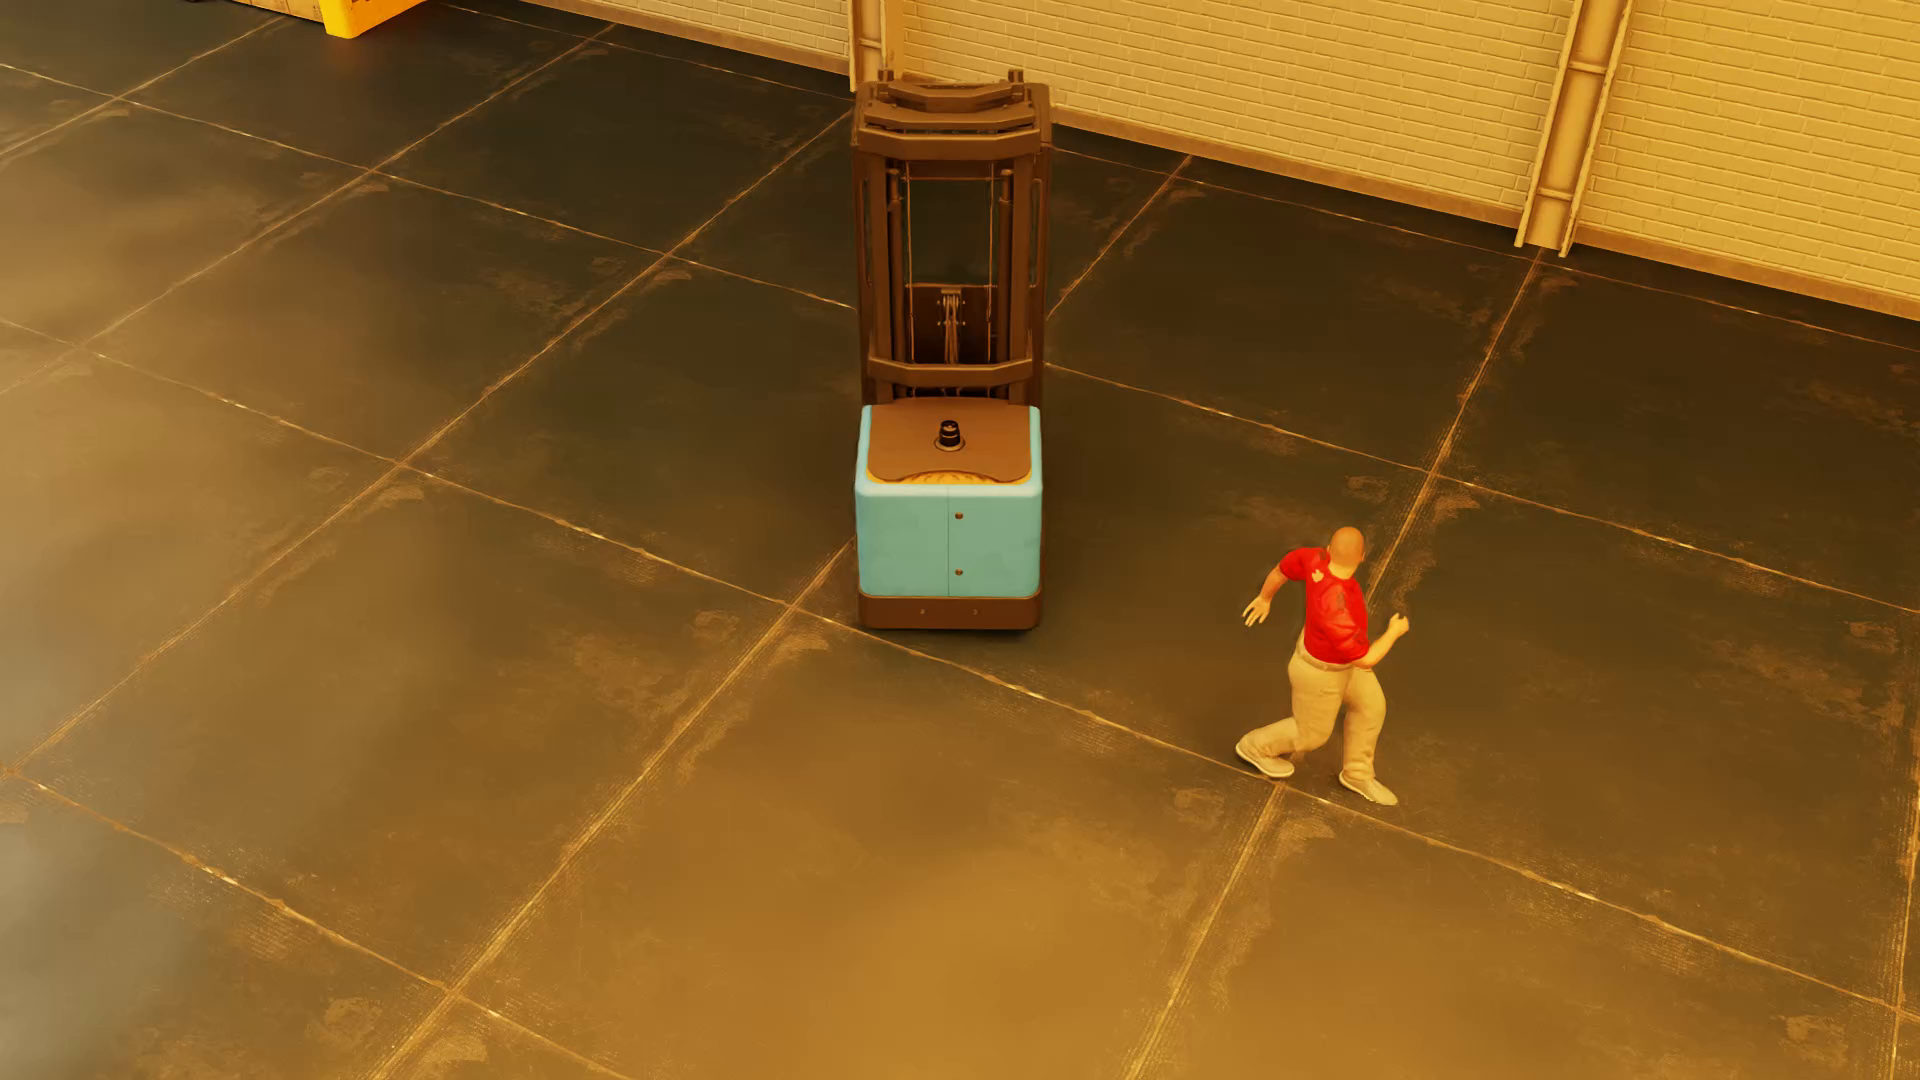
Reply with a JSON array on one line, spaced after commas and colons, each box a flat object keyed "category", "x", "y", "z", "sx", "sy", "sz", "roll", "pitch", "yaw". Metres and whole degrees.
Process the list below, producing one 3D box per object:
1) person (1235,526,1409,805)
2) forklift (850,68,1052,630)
[{"category": "person", "x": 1.838, "y": 0.619, "z": 8.283, "sx": 0.969, "sy": 1.678, "sz": 0.556, "roll": 14, "pitch": 42, "yaw": 16}, {"category": "forklift", "x": -0.045, "y": -1.530, "z": 9.804, "sx": 1.130, "sy": 2.935, "sz": 3.031, "roll": 0, "pitch": 40, "yaw": 1}]
